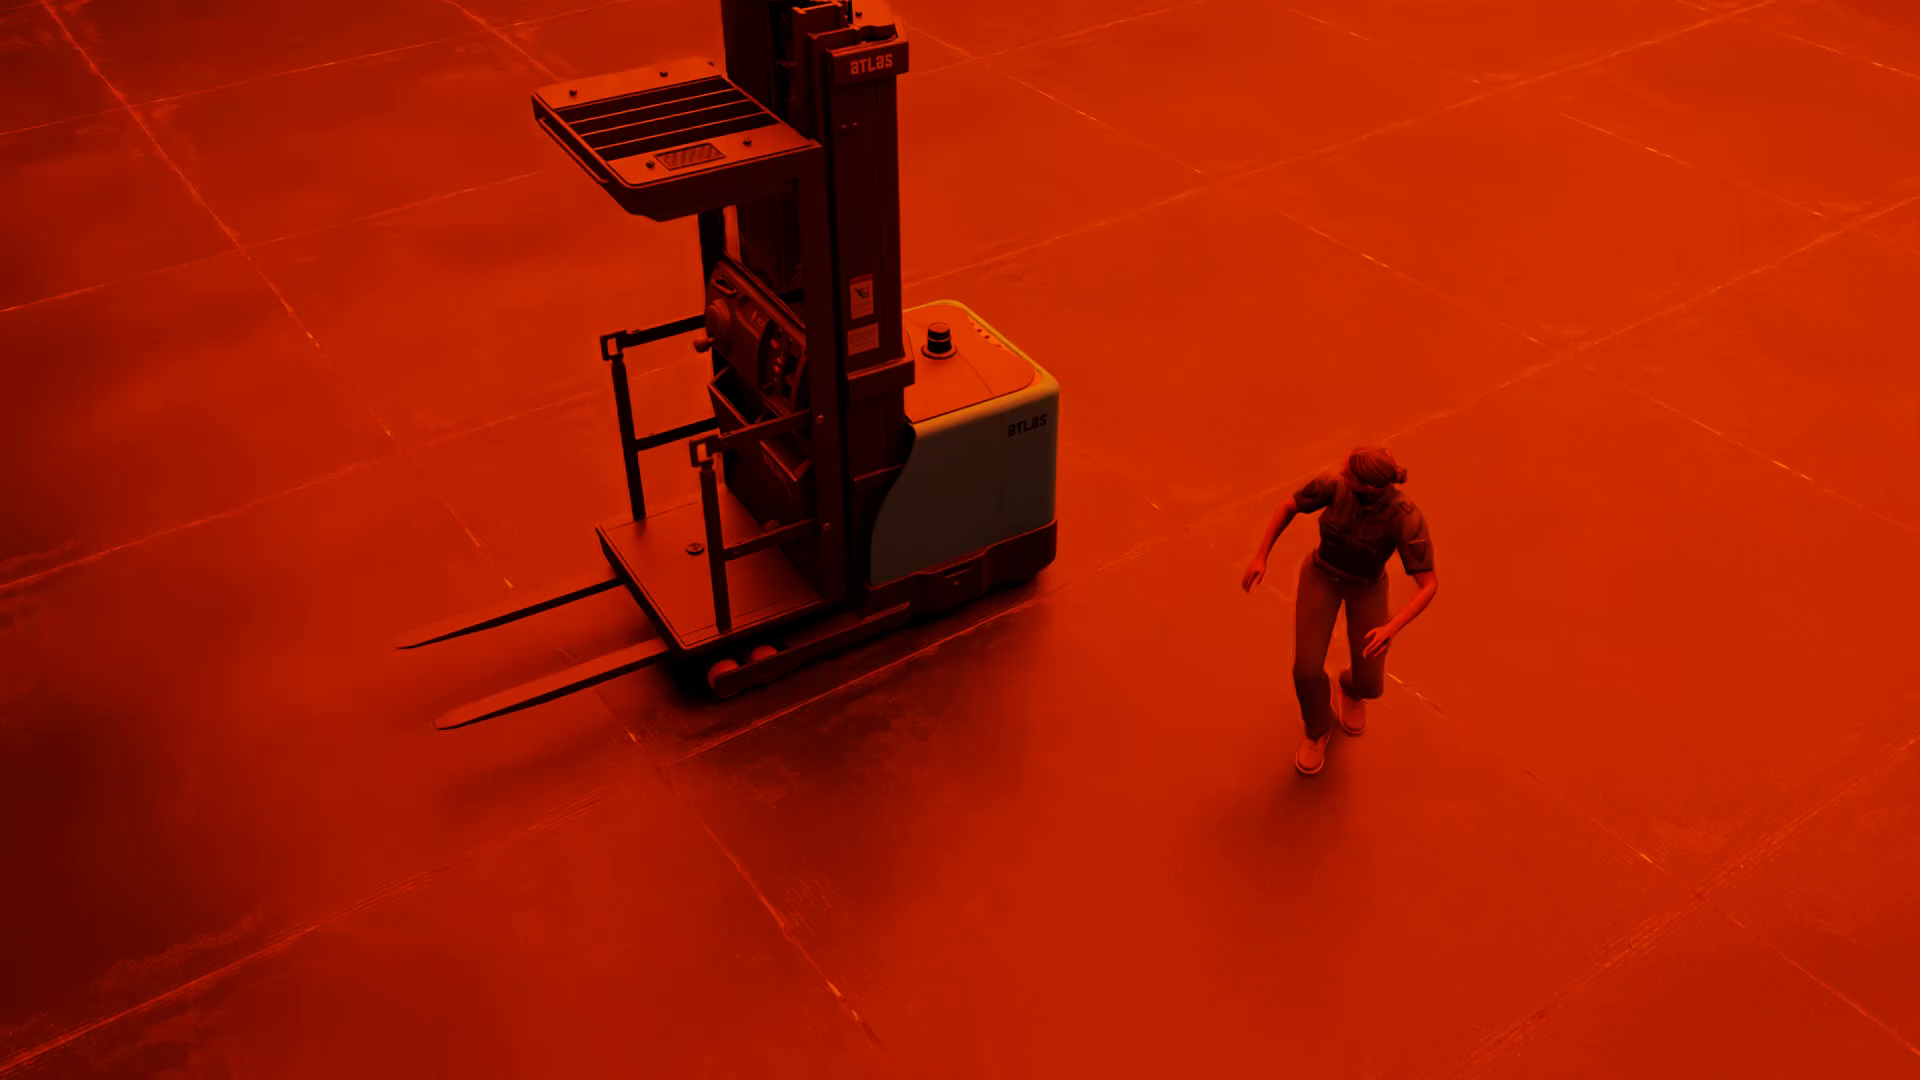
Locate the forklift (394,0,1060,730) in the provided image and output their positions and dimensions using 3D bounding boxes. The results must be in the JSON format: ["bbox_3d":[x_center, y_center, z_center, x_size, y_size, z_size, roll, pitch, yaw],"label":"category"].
[{"bbox_3d":[-1.057,-0.835,7.074,3.031,2.935,1.130,-19,41,-24],"label":"forklift"}]

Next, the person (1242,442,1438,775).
[{"bbox_3d":[1.520,0.268,6.748,0.760,1.548,0.748,15,39,19],"label":"person"}]
